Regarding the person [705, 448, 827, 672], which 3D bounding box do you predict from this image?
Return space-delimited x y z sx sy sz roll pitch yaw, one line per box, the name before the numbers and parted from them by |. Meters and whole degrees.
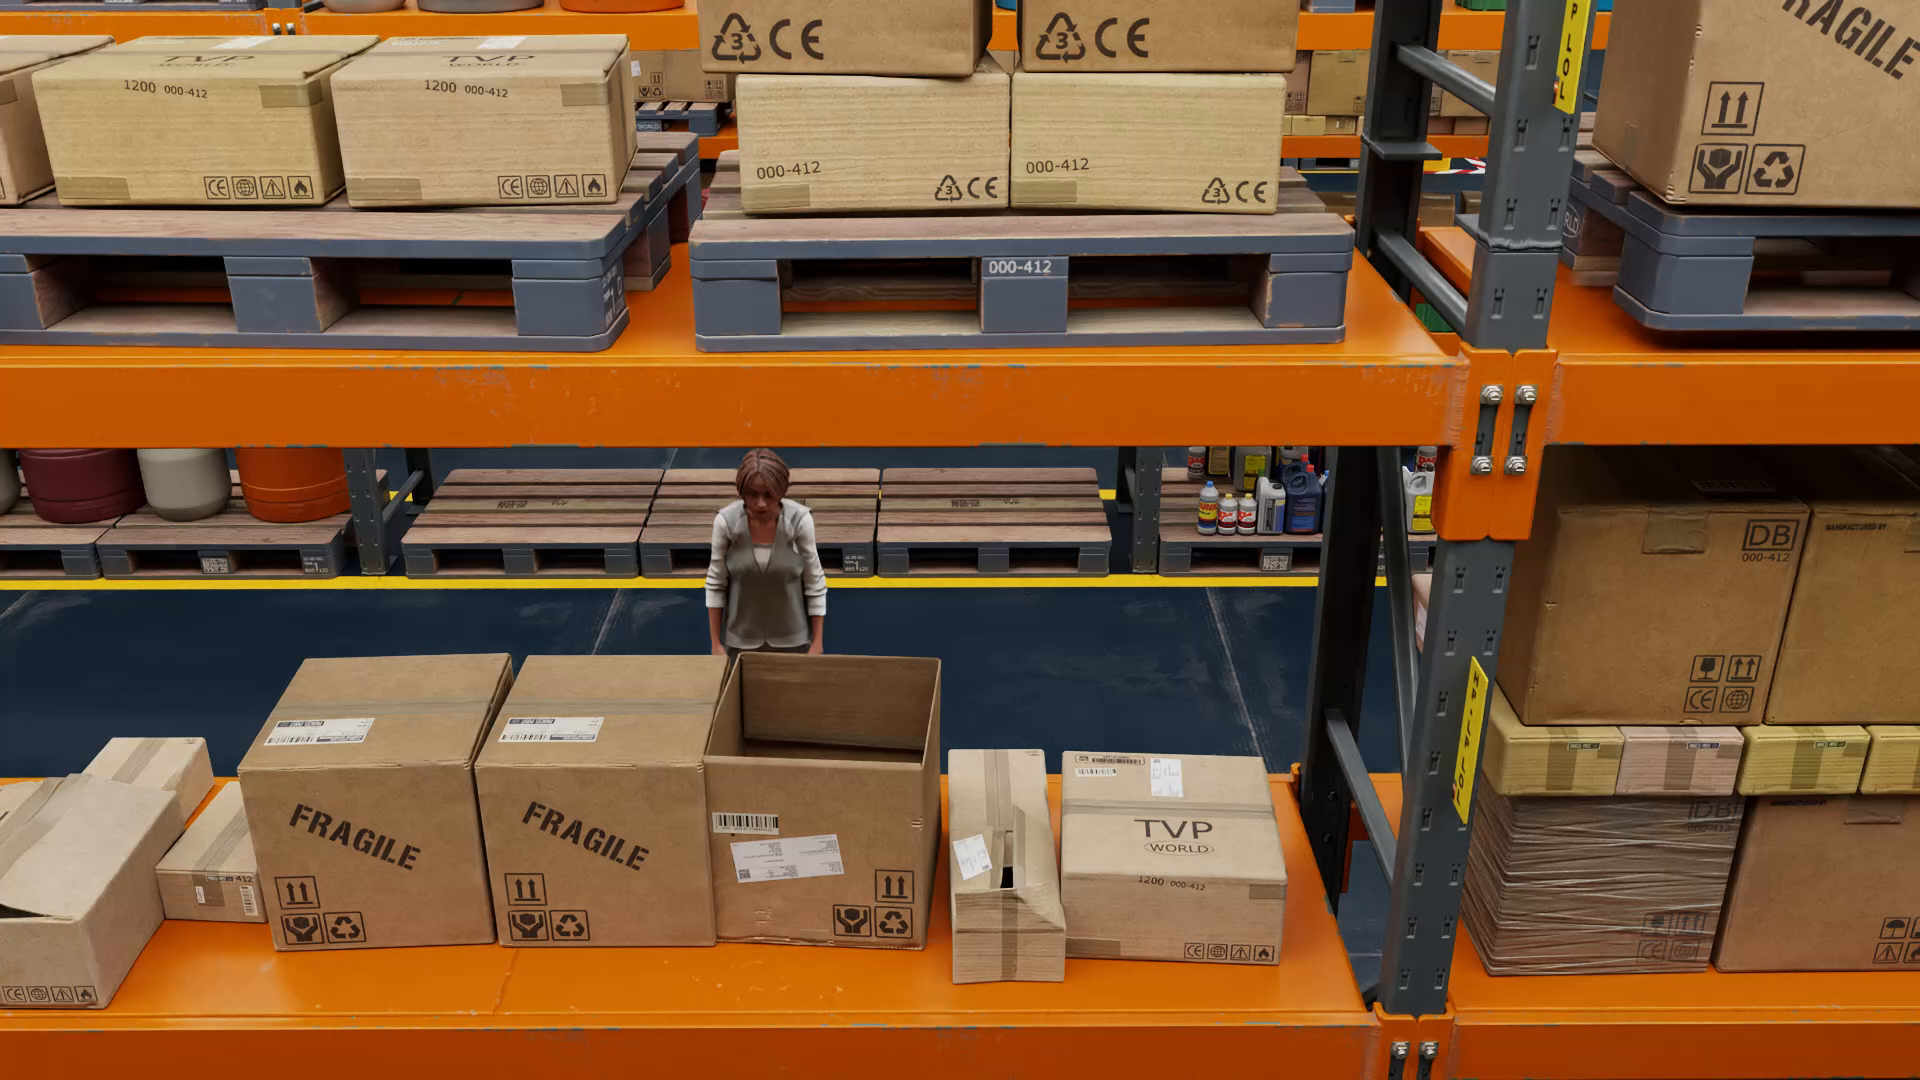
person | -0.721 0.404 6.241 0.458 1.583 0.374 -1 24 -2
